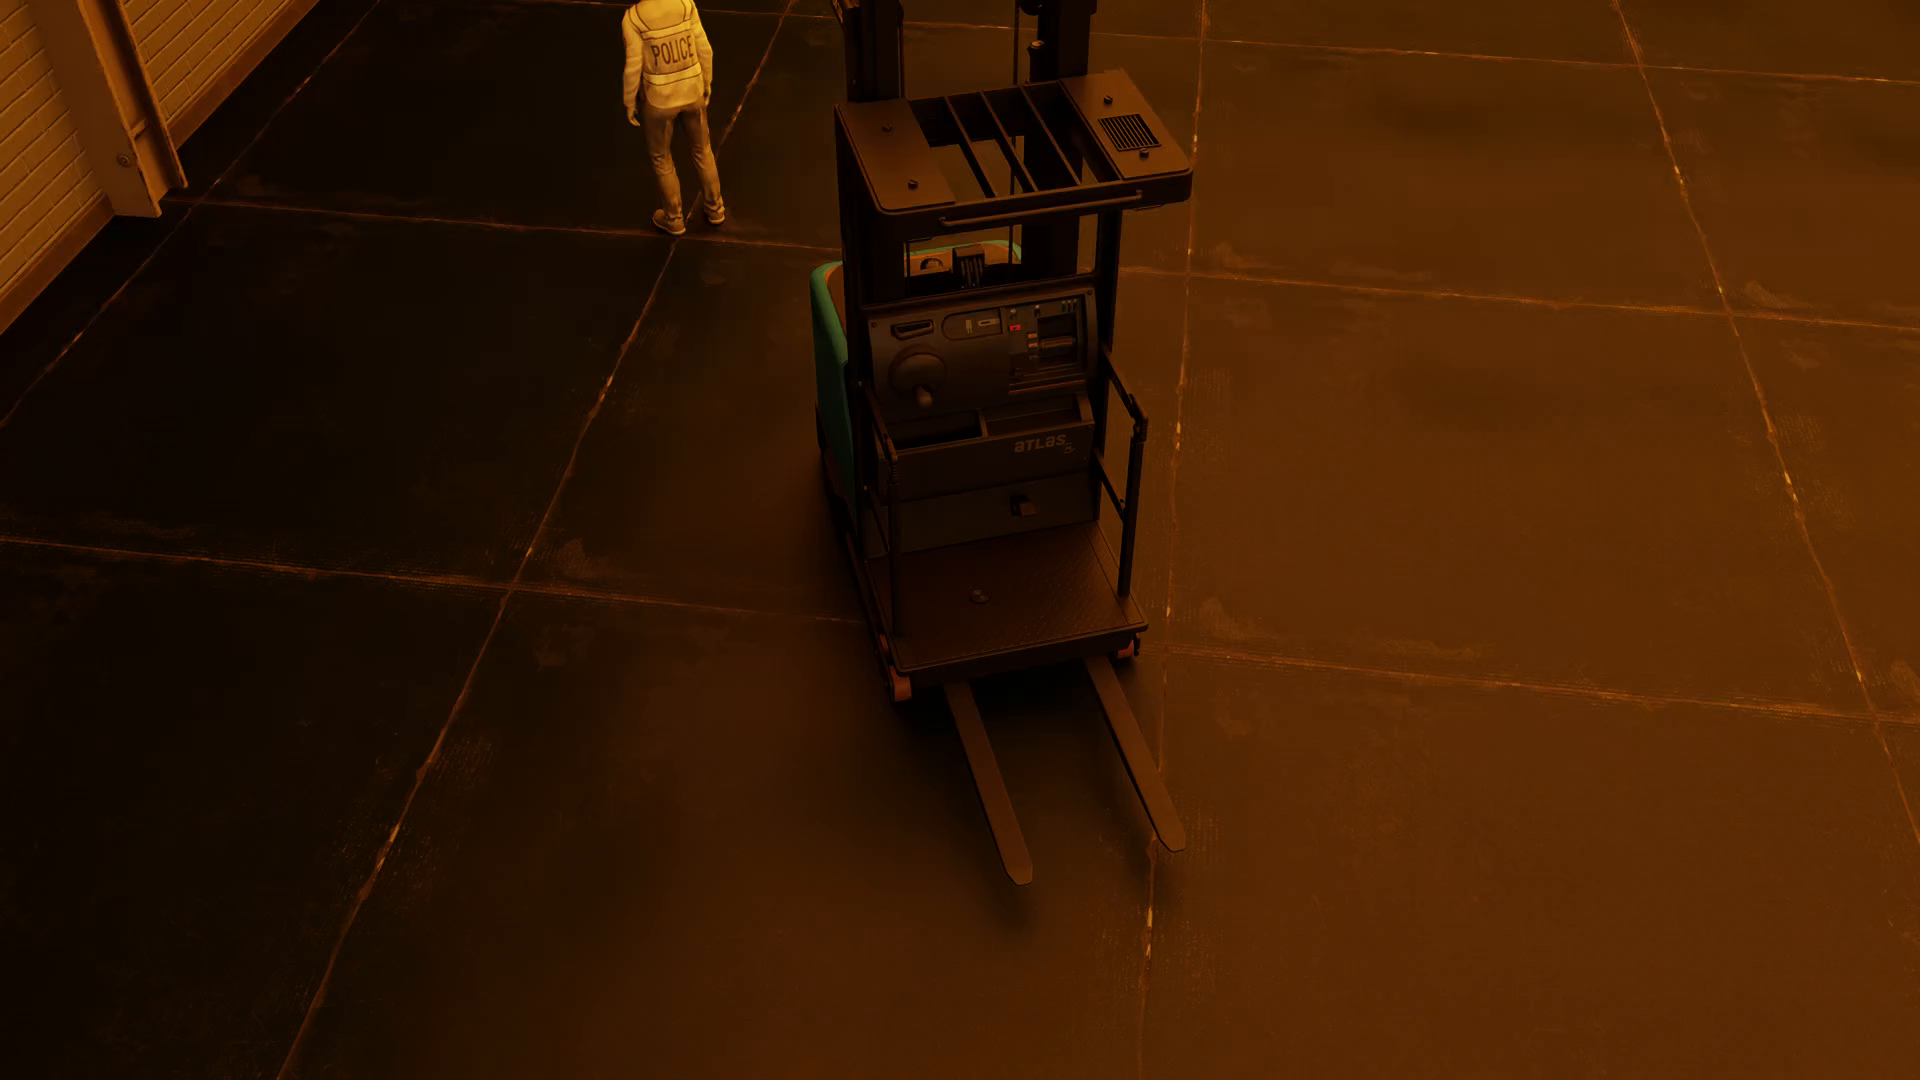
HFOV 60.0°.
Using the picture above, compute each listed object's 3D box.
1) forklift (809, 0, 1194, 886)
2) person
[{"bbox_3d":[0.153,-0.681,6.465,1.130,2.935,3.031,-10,44,-11],"label":"forklift"},{"bbox_3d":[-1.636,-2.503,9.387,0.542,1.665,0.373,-22,47,-22],"label":"person"}]
